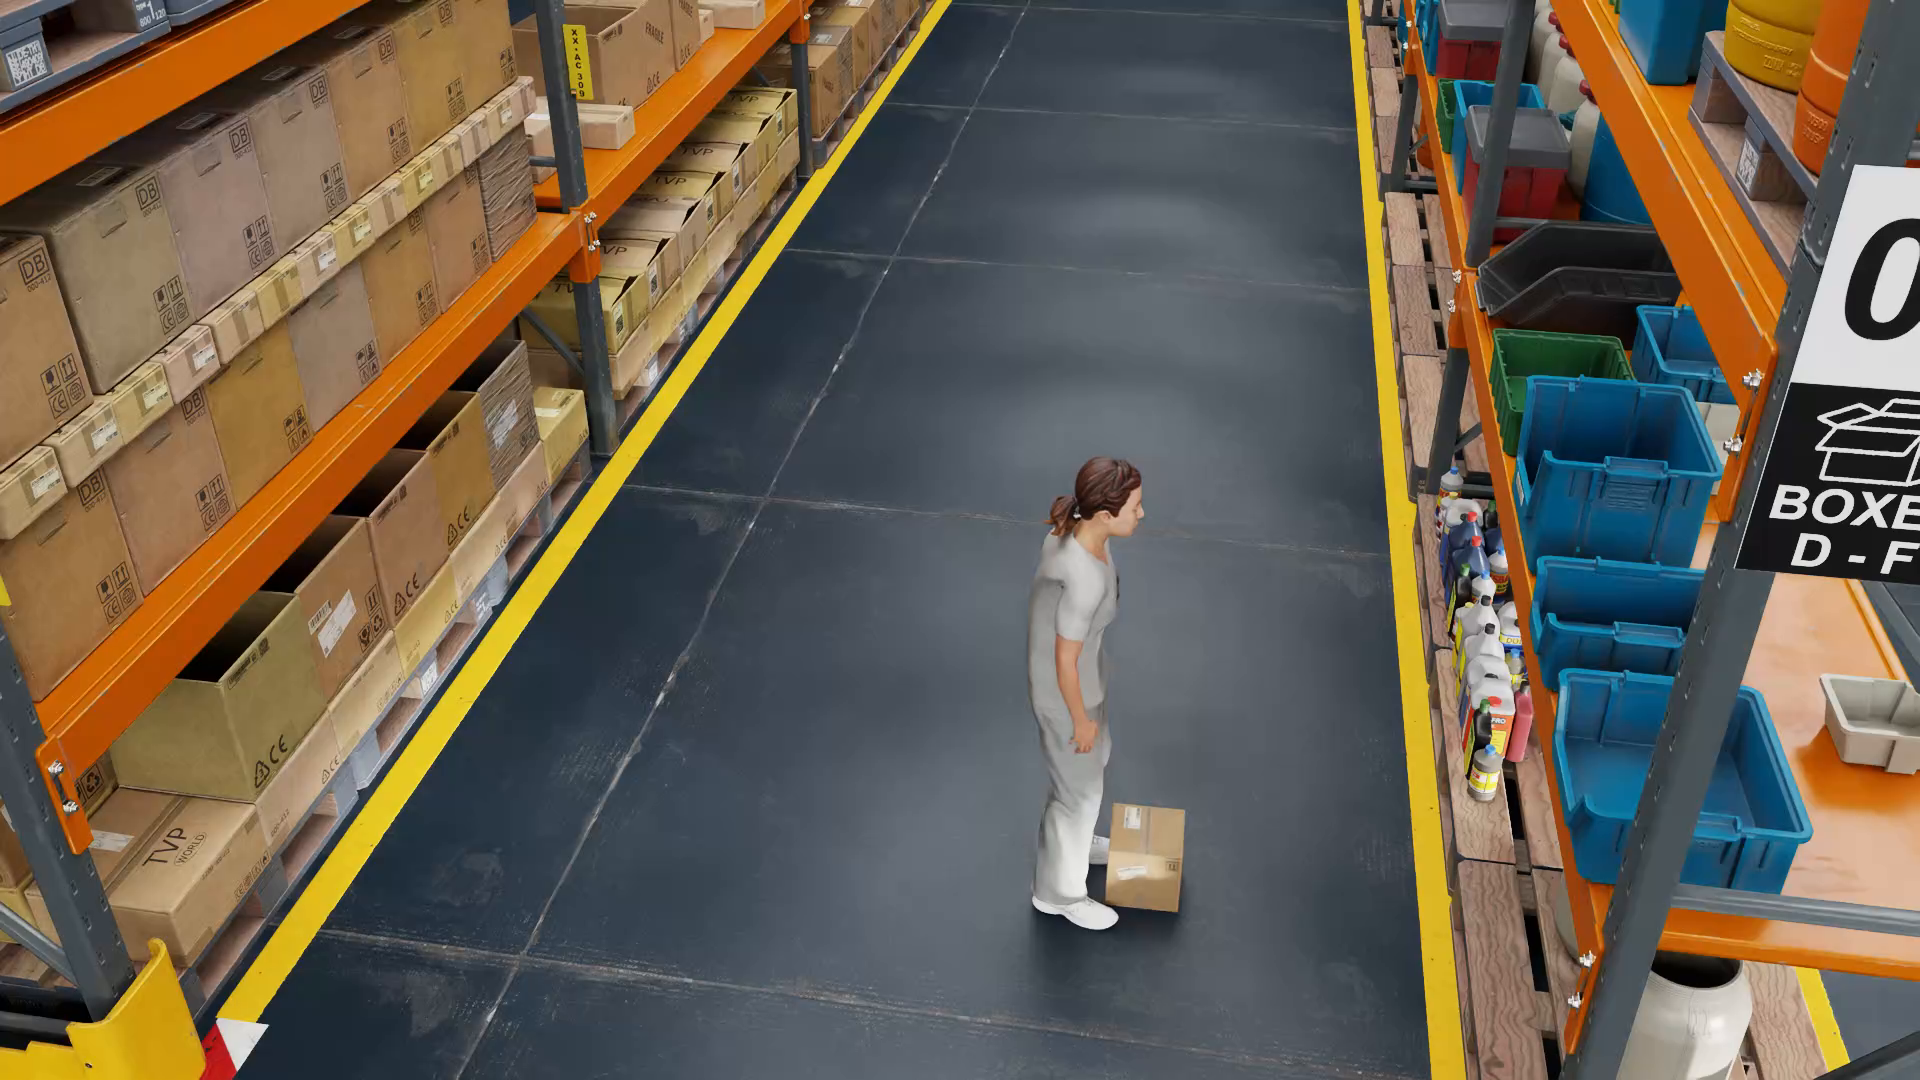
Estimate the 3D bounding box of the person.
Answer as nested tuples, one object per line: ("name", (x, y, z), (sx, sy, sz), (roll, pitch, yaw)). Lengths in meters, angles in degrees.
("person", (0.392, 0.479, 5.389), (0.363, 1.671, 0.502), (4, 33, 6))
